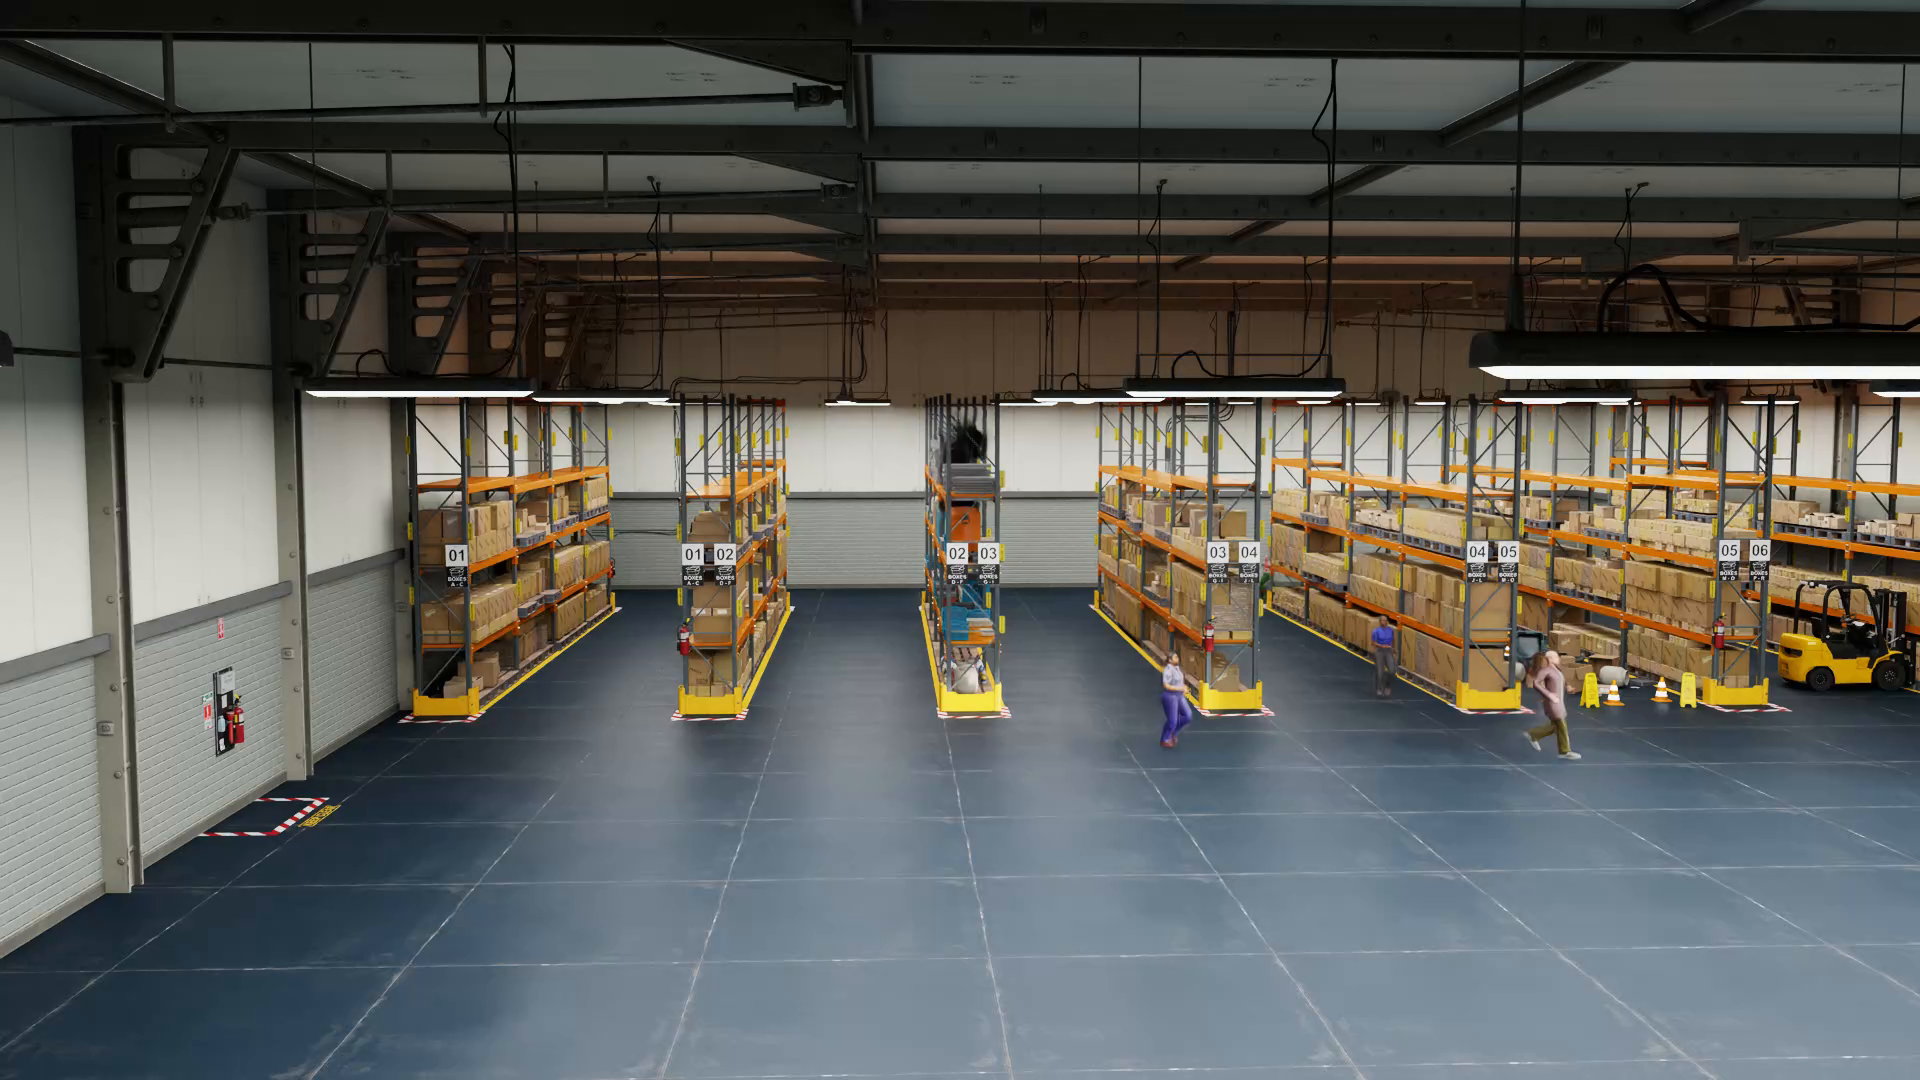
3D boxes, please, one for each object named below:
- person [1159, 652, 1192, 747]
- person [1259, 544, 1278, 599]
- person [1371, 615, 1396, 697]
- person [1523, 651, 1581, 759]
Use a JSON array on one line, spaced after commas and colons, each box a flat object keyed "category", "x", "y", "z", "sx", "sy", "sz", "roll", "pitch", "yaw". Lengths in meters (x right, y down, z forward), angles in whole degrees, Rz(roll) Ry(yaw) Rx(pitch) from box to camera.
[{"category": "person", "x": 3.662, "y": 2.691, "z": 28.104, "sx": 0.583, "sy": 1.613, "sz": 0.632, "roll": 3, "pitch": 5, "yaw": 33}, {"category": "person", "x": 9.112, "y": 0.953, "z": 49.167, "sx": 0.859, "sy": 1.781, "sz": 0.715, "roll": 1, "pitch": 5, "yaw": 17}, {"category": "person", "x": 8.416, "y": 2.304, "z": 32.928, "sx": 0.549, "sy": 1.615, "sz": 0.649, "roll": 0, "pitch": 5, "yaw": -5}, {"category": "person", "x": 9.699, "y": 2.683, "z": 27.209, "sx": 0.965, "sy": 1.754, "sz": 0.707, "roll": 3, "pitch": 6, "yaw": 36}]
